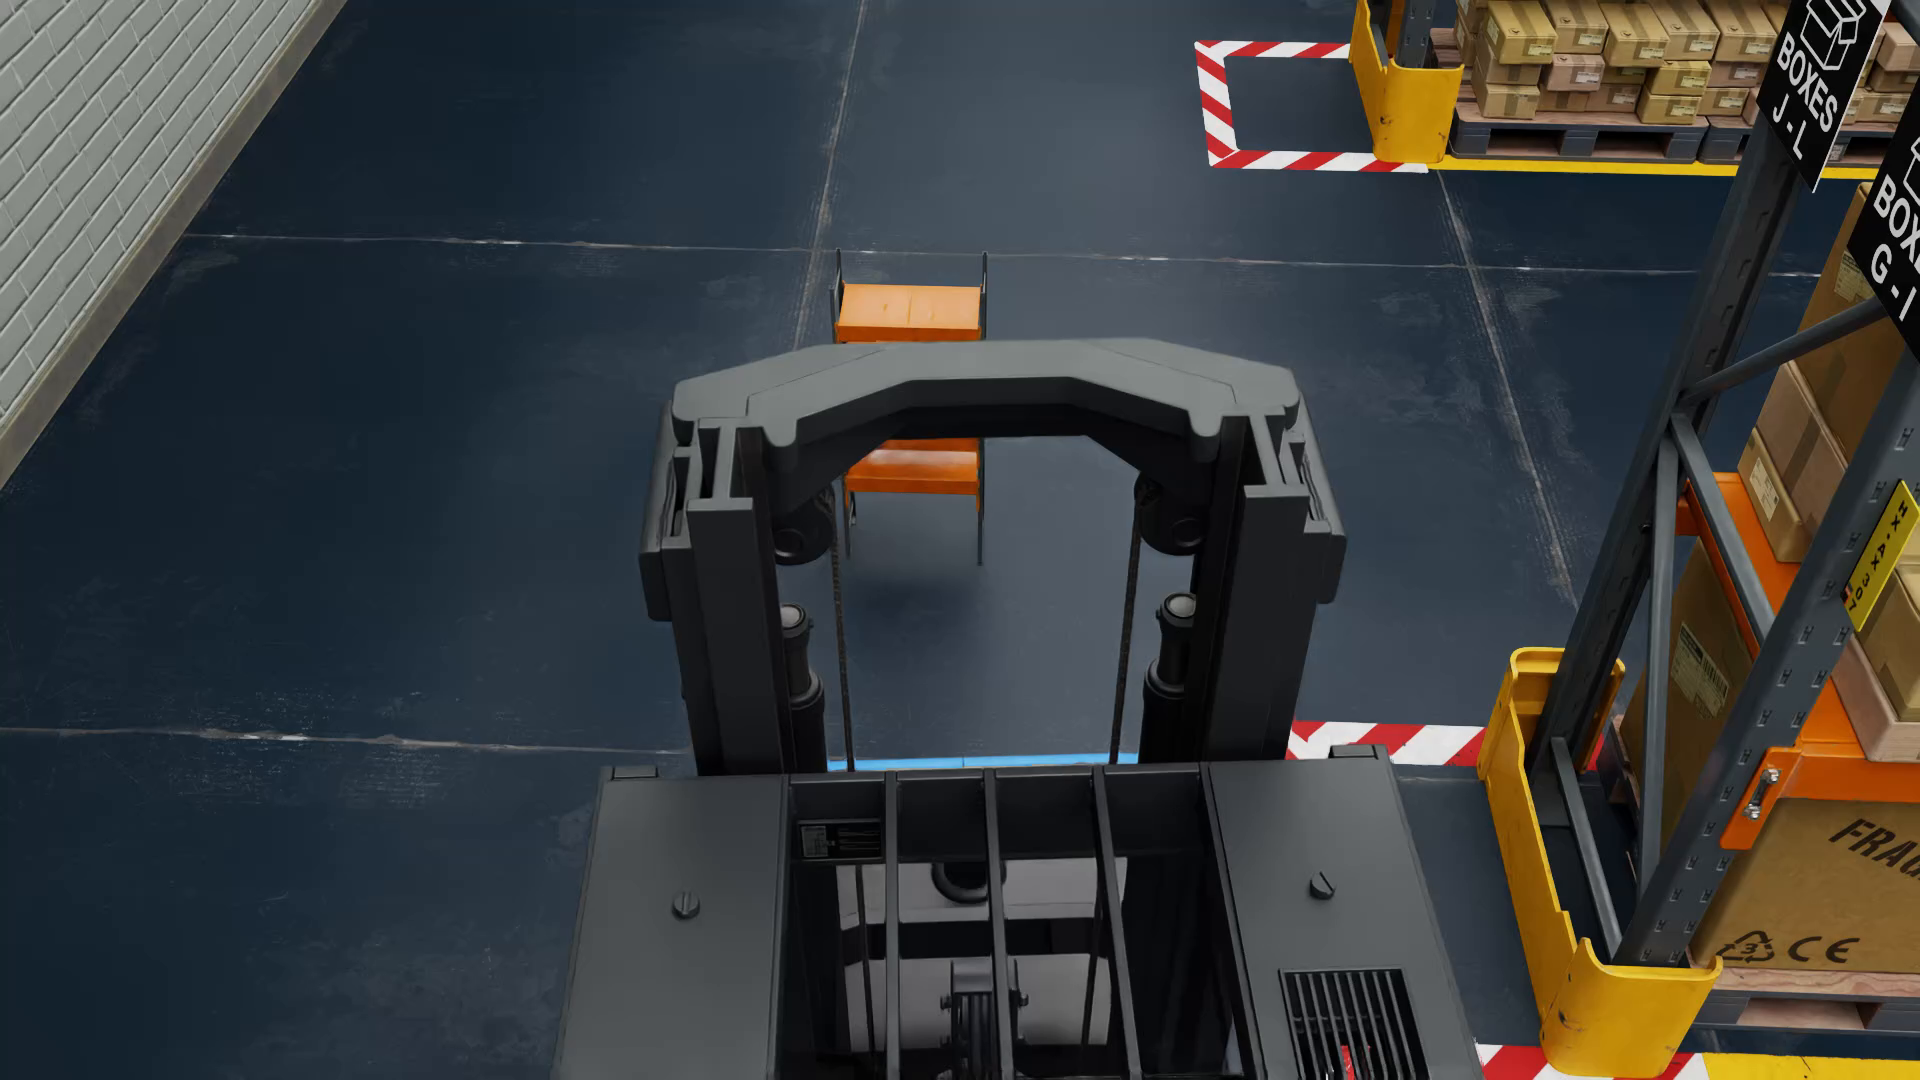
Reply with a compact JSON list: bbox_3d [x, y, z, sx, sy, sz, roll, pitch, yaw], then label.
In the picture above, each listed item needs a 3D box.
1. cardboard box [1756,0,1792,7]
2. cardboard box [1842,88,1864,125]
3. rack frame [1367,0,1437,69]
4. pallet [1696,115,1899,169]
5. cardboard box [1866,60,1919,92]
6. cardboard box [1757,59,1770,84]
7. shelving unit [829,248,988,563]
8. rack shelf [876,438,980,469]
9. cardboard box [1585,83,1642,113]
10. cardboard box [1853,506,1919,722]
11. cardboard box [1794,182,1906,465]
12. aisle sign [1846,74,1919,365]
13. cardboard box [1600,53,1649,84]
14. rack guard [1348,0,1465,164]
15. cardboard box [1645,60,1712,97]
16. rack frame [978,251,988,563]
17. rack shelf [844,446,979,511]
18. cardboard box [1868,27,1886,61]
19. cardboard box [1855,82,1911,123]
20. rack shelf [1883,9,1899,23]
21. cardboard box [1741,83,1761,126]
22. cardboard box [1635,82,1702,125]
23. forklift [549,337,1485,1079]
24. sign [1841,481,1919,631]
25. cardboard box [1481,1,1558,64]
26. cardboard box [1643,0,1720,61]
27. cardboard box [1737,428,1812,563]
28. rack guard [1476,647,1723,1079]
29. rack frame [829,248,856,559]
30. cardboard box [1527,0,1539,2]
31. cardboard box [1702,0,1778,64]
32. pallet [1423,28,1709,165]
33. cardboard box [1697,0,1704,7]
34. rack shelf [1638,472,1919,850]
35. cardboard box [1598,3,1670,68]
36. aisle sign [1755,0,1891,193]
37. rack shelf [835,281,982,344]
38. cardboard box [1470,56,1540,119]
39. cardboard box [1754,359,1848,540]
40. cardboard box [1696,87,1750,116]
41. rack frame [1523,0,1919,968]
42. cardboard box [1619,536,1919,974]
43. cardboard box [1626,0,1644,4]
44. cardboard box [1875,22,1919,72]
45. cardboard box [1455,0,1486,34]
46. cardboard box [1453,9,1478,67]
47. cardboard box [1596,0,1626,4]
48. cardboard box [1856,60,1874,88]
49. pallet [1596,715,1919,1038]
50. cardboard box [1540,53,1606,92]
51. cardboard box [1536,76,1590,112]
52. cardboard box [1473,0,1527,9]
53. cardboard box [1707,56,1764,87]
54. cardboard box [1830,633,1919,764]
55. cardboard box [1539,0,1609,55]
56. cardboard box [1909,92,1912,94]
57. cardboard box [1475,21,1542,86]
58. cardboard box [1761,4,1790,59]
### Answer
[{"bbox_3d":[4.028,-2.782,8.383,0.250,0.149,0.380,0,43,0],"label":"cardboard box"},{"bbox_3d":[4.245,-2.209,8.204,0.250,0.149,0.380,2,43,2],"label":"cardboard box"},{"bbox_3d":[2.190,-3.371,7.668,0.127,3.000,1.000,2,43,2],"label":"rack frame"},{"bbox_3d":[4.292,-2.260,8.521,1.213,0.211,1.003,2,43,2],"label":"pallet"},{"bbox_3d":[4.550,-2.348,8.135,0.250,0.149,0.380,0,43,0],"label":"cardboard box"},{"bbox_3d":[4.015,-2.400,8.191,0.250,0.149,0.380,4,43,4],"label":"cardboard box"},{"bbox_3d":[-0.165,-0.444,5.846,0.503,1.200,0.258,2,43,2],"label":"shelving unit"},{"bbox_3d":[-0.165,-0.395,5.892,0.480,0.148,0.258,2,43,2],"label":"rack shelf"},{"bbox_3d":[3.213,-2.292,8.293,0.250,0.149,0.380,2,43,2],"label":"cardboard box"},{"bbox_3d":[2.333,0.148,3.782,0.500,0.250,0.500,1,43,1],"label":"cardboard box"},{"bbox_3d":[2.365,-0.489,3.916,0.500,0.500,0.500,2,43,2],"label":"cardboard box"},{"bbox_3d":[1.781,-0.746,2.942,0.004,0.787,0.394,2,43,2],"label":"aisle sign"},{"bbox_3d":[3.222,-2.405,8.196,0.250,0.149,0.380,2,43,2],"label":"cardboard box"},{"bbox_3d":[2.266,-2.454,8.517,0.348,0.500,1.175,2,43,2],"label":"rack guard"},{"bbox_3d":[3.473,-2.323,8.109,0.250,0.149,0.380,3,43,3],"label":"cardboard box"},{"bbox_3d":[0.078,-0.437,5.838,0.015,1.200,0.240,2,43,2],"label":"rack frame"},{"bbox_3d":[-0.165,-0.250,6.028,0.480,0.148,0.258,2,43,2],"label":"rack shelf"},{"bbox_3d":[4.269,-2.482,8.061,0.250,0.149,0.380,2,43,2],"label":"cardboard box"},{"bbox_3d":[4.488,-2.224,8.220,0.250,0.149,0.380,3,43,3],"label":"cardboard box"},{"bbox_3d":[3.864,-0.769,3.202,4.000,0.370,1.077,2,43,2],"label":"rack shelf"},{"bbox_3d":[3.967,-2.200,8.194,0.250,0.149,0.380,0,43,0],"label":"cardboard box"},{"bbox_3d":[3.463,-2.209,8.205,0.250,0.149,0.380,2,43,2],"label":"cardboard box"},{"bbox_3d":[0.060,1.254,2.753,1.130,2.935,3.031,-1,43,-2],"label":"forklift"},{"bbox_3d":[1.835,0.036,3.318,0.005,0.325,0.100,2,43,2],"label":"sign"},{"bbox_3d":[2.698,-2.451,8.028,0.250,0.149,0.380,0,43,0],"label":"cardboard box"},{"bbox_3d":[3.477,-2.479,8.057,0.250,0.149,0.380,0,43,0],"label":"cardboard box"},{"bbox_3d":[2.237,-0.118,4.360,0.250,0.149,0.380,3,43,3],"label":"cardboard box"},{"bbox_3d":[1.842,0.917,4.898,0.348,0.500,1.175,2,43,2],"label":"rack guard"},{"bbox_3d":[-0.409,-0.452,5.855,0.015,1.200,0.240,2,43,2],"label":"rack frame"},{"bbox_3d":[2.979,-2.808,8.411,0.250,0.149,0.380,3,43,3],"label":"cardboard box"},{"bbox_3d":[3.753,-2.464,8.041,0.250,0.149,0.380,3,43,4],"label":"cardboard box"},{"bbox_3d":[3.076,-2.299,8.563,1.213,0.211,1.003,2,43,2],"label":"pallet"},{"bbox_3d":[3.770,-2.866,8.472,0.250,0.149,0.380,3,43,3],"label":"cardboard box"},{"bbox_3d":[3.864,0.328,4.225,4.000,0.370,1.077,2,43,2],"label":"rack shelf"},{"bbox_3d":[3.225,-2.430,8.005,0.250,0.149,0.380,2,43,2],"label":"cardboard box"},{"bbox_3d":[1.808,-1.154,3.381,0.004,0.787,0.394,2,43,2],"label":"aisle sign"},{"bbox_3d":[-0.165,-0.732,5.579,0.480,0.148,0.258,2,43,2],"label":"rack shelf"},{"bbox_3d":[2.699,-2.247,8.245,0.250,0.149,0.380,3,43,3],"label":"cardboard box"},{"bbox_3d":[2.362,-0.216,4.173,0.500,0.250,0.500,1,43,1],"label":"cardboard box"},{"bbox_3d":[3.722,-2.267,8.266,0.250,0.149,0.380,2,43,2],"label":"cardboard box"},{"bbox_3d":[1.866,0.004,4.046,0.127,3.000,1.000,2,43,2],"label":"rack frame"},{"bbox_3d":[2.509,0.593,4.664,0.875,0.875,0.875,2,43,2],"label":"cardboard box"},{"bbox_3d":[3.499,-2.836,8.441,0.250,0.149,0.380,0,43,0],"label":"cardboard box"},{"bbox_3d":[4.513,-2.400,7.972,0.250,0.149,0.380,0,43,0],"label":"cardboard box"},{"bbox_3d":[2.730,-2.768,8.586,0.250,0.149,0.380,1,43,1],"label":"cardboard box"},{"bbox_3d":[2.726,-2.607,8.631,0.250,0.149,0.380,2,43,3],"label":"cardboard box"},{"bbox_3d":[3.243,-2.887,8.495,0.250,0.149,0.380,1,43,1],"label":"cardboard box"},{"bbox_3d":[4.285,-2.385,8.174,0.250,0.149,0.380,4,43,4],"label":"cardboard box"},{"bbox_3d":[2.668,0.995,5.027,1.213,0.211,1.003,2,43,2],"label":"pallet"},{"bbox_3d":[2.973,-2.352,8.140,0.250,0.149,0.380,2,43,2],"label":"cardboard box"},{"bbox_3d":[2.964,-2.295,8.296,0.250,0.149,0.380,2,43,2],"label":"cardboard box"},{"bbox_3d":[2.731,-2.855,8.461,0.250,0.149,0.380,2,43,2],"label":"cardboard box"},{"bbox_3d":[3.742,-2.380,8.169,0.250,0.149,0.380,0,43,0],"label":"cardboard box"},{"bbox_3d":[2.206,0.331,3.878,0.250,0.149,0.380,2,43,2],"label":"cardboard box"},{"bbox_3d":[2.979,-2.525,8.107,0.250,0.149,0.380,2,43,3],"label":"cardboard box"},{"bbox_3d":[4.745,-2.170,8.162,0.250,0.149,0.380,2,43,2],"label":"cardboard box"},{"bbox_3d":[2.702,-2.399,8.190,0.250,0.149,0.380,3,43,4],"label":"cardboard box"},{"bbox_3d":[4.014,-2.425,7.999,0.250,0.149,0.380,2,43,3],"label":"cardboard box"}]
